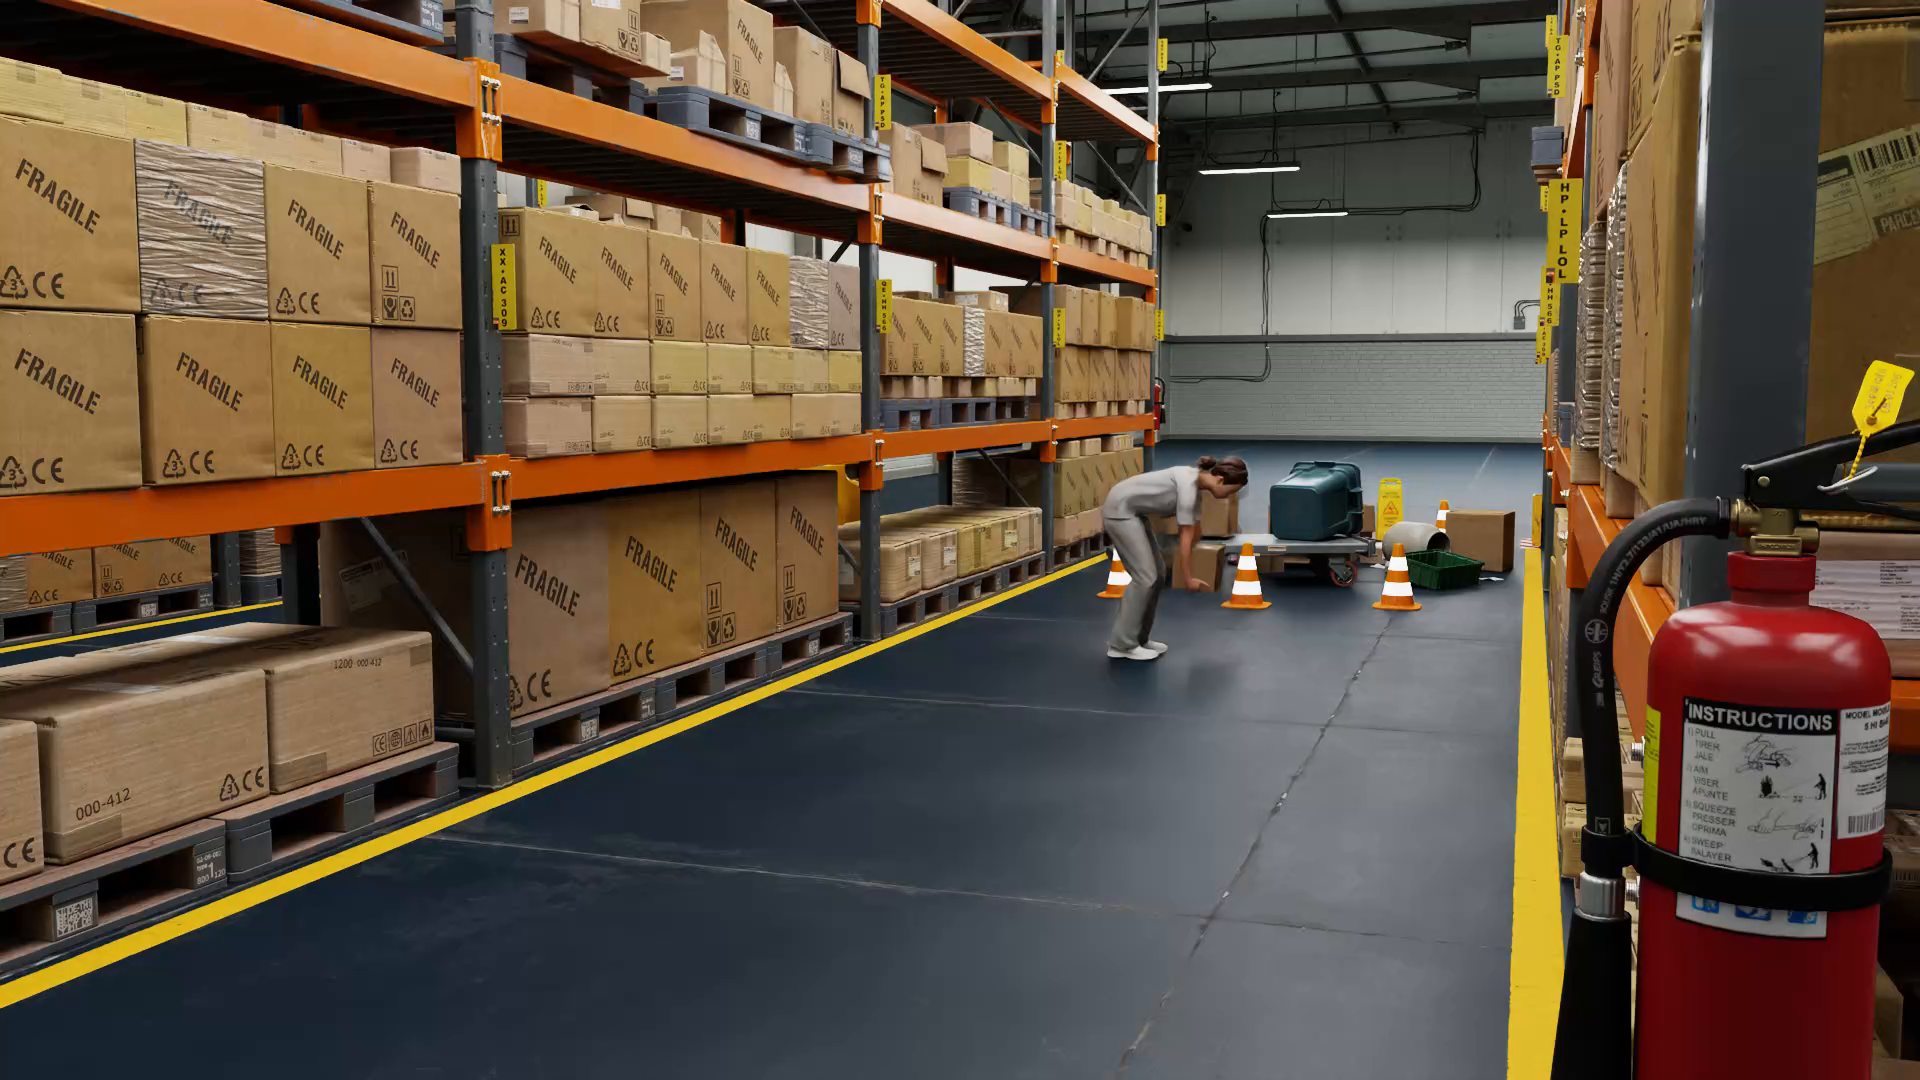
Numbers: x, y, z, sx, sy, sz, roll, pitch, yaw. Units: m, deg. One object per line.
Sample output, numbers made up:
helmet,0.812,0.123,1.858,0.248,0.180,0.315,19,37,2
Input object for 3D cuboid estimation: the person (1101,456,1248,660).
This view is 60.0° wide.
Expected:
person,1.254,0.098,9.736,0.853,1.202,0.417,2,6,17
